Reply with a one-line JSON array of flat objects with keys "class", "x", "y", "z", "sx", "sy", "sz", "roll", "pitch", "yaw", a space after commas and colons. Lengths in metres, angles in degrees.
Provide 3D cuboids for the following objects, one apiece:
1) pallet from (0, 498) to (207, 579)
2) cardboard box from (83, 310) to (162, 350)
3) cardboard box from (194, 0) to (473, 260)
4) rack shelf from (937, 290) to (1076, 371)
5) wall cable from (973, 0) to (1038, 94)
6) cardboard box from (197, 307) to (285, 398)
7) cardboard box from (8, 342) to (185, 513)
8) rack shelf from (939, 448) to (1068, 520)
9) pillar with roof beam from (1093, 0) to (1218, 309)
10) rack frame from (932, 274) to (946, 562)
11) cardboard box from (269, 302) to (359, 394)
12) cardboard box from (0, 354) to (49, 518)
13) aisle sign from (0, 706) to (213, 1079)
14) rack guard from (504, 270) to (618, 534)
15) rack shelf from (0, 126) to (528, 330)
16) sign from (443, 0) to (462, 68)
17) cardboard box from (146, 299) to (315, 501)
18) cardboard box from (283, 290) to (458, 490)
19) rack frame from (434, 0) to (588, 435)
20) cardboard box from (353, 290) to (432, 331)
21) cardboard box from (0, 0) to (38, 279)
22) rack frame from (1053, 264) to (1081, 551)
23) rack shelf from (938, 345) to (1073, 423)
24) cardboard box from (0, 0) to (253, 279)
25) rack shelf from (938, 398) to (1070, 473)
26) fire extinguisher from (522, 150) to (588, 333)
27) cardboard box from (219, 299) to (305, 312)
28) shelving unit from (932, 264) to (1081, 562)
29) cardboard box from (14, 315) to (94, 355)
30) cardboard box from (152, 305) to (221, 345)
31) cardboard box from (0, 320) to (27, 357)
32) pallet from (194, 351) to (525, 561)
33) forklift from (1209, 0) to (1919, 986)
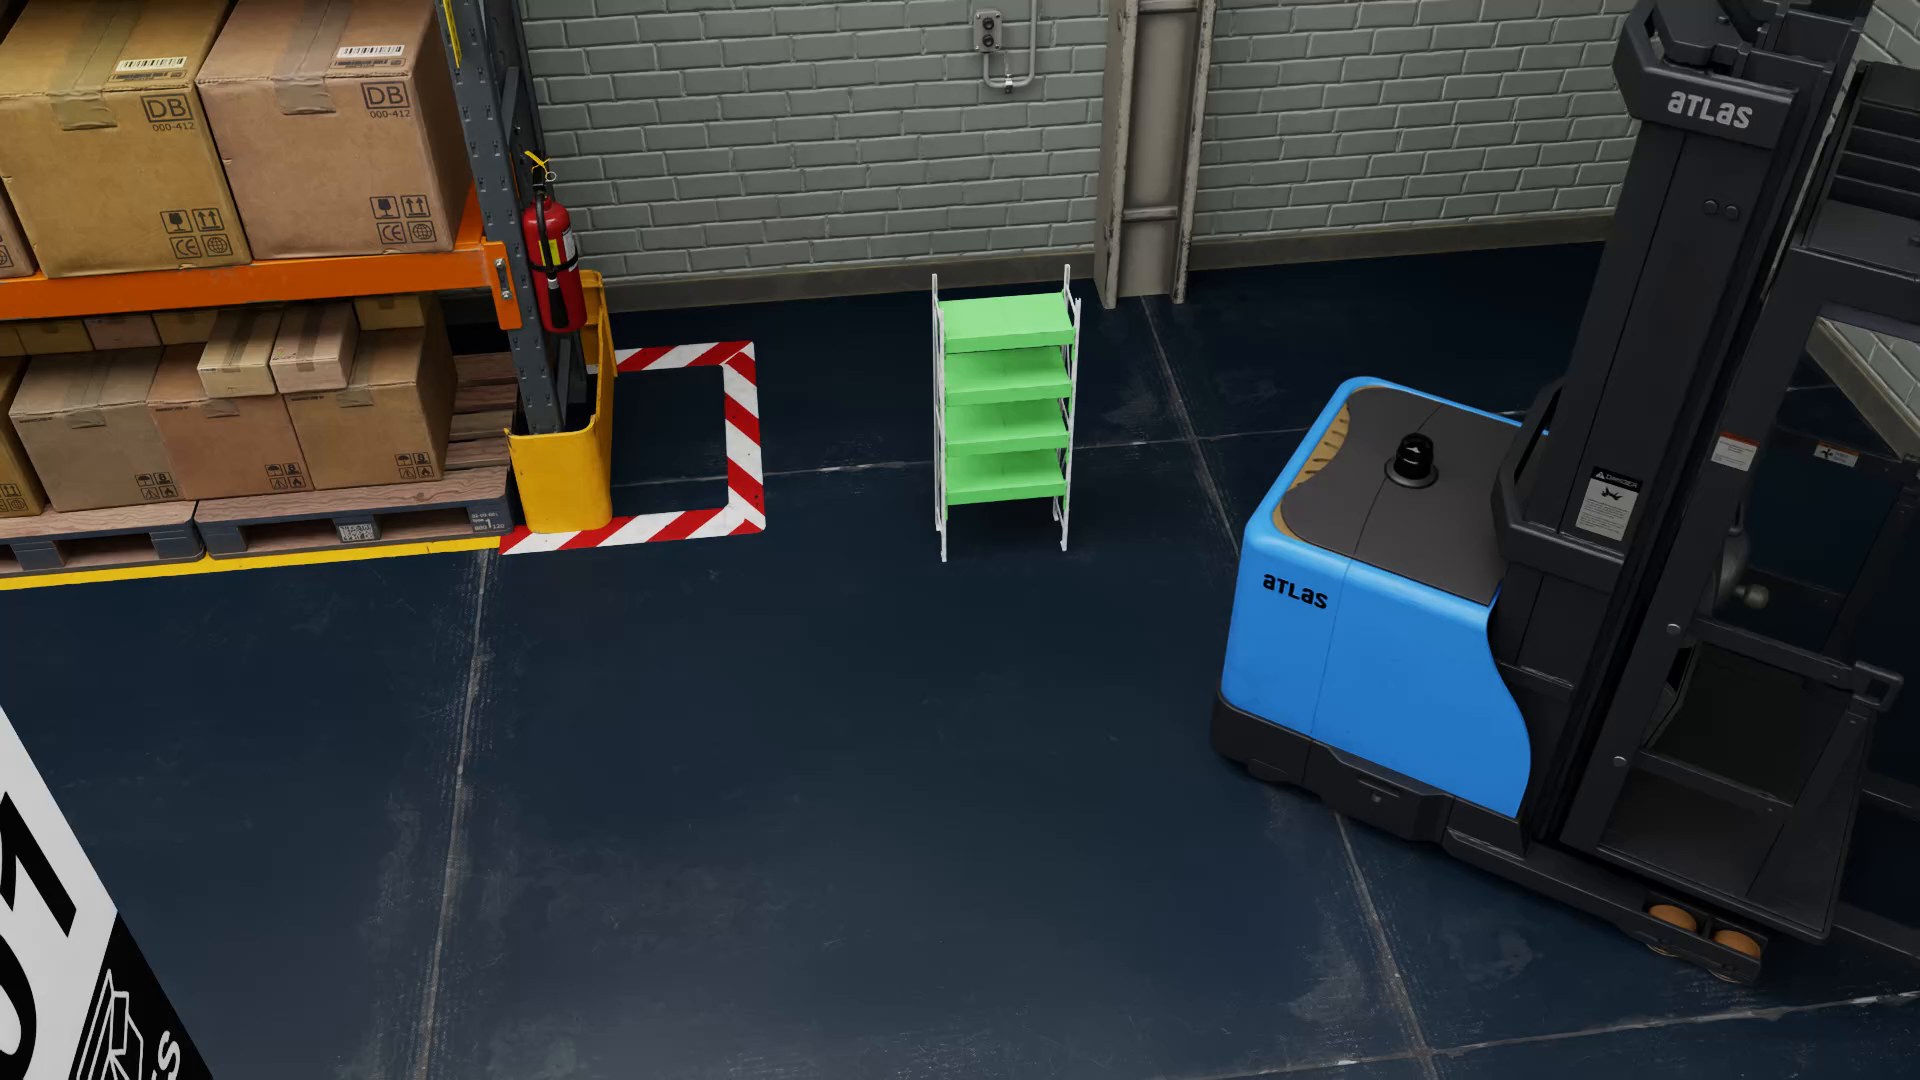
[{"class": "pallet", "x": -3.686, "y": -0.273, "z": 6.895, "sx": 1.213, "sy": 0.211, "sz": 1.003, "roll": -5, "pitch": 42, "yaw": -6}, {"class": "cardboard box", "x": -3.282, "y": -0.930, "z": 6.610, "sx": 0.250, "sy": 0.149, "sz": 0.380, "roll": -4, "pitch": 42, "yaw": -5}, {"class": "cardboard box", "x": -2.200, "y": -1.594, "z": 6.054, "sx": 0.700, "sy": 0.700, "sz": 0.980, "roll": -3, "pitch": 42, "yaw": -4}, {"class": "rack shelf", "x": 0.164, "y": -0.769, "z": 6.085, "sx": 0.480, "sy": 0.148, "sz": 0.258, "roll": -5, "pitch": 42, "yaw": -6}, {"class": "wall cable", "x": -0.549, "y": -2.650, "z": 6.690, "sx": 1.851, "sy": 1.984, "sz": 0.084, "roll": -5, "pitch": 42, "yaw": -6}, {"class": "cardboard box", "x": -2.734, "y": -0.720, "z": 6.377, "sx": 0.250, "sy": 0.149, "sz": 0.380, "roll": -4, "pitch": 42, "yaw": -4}, {"class": "cardboard box", "x": -3.372, "y": -0.546, "z": 6.669, "sx": 0.500, "sy": 0.500, "sz": 0.700, "roll": -6, "pitch": 42, "yaw": -7}, {"class": "rack shelf", "x": 0.164, "y": -0.234, "z": 6.568, "sx": 0.480, "sy": 0.148, "sz": 0.258, "roll": -5, "pitch": 42, "yaw": -6}, {"class": "pillar with roof beam", "x": 1.427, "y": -1.711, "z": 1.928, "sx": 0.400, "sy": 9.000, "sz": 9.100, "roll": -5, "pitch": 42, "yaw": -6}, {"class": "rack frame", "x": -0.078, "y": -0.439, "z": 6.341, "sx": 0.015, "sy": 1.200, "sz": 0.240, "roll": -5, "pitch": 42, "yaw": -6}, {"class": "cardboard box", "x": -2.481, "y": -0.743, "z": 6.402, "sx": 0.250, "sy": 0.149, "sz": 0.380, "roll": -5, "pitch": 42, "yaw": -6}, {"class": "cardboard box", "x": -3.900, "y": -0.495, "z": 6.612, "sx": 0.500, "sy": 0.500, "sz": 0.700, "roll": -4, "pitch": 42, "yaw": -5}, {"class": "aisle sign", "x": -1.021, "y": 0.590, "z": 1.916, "sx": 0.004, "sy": 0.787, "sz": 0.394, "roll": -5, "pitch": 42, "yaw": -6}, {"class": "rack guard", "x": -1.672, "y": -0.607, "z": 7.050, "sx": 0.348, "sy": 0.500, "sz": 1.175, "roll": -5, "pitch": 42, "yaw": -6}, {"class": "rack shelf", "x": -3.679, "y": -1.093, "z": 6.259, "sx": 4.000, "sy": 0.370, "sz": 1.077, "roll": -5, "pitch": 42, "yaw": -6}, {"class": "sign", "x": -1.639, "y": -1.690, "z": 5.342, "sx": 0.005, "sy": 0.325, "sz": 0.100, "roll": -5, "pitch": 42, "yaw": -6}, {"class": "cardboard box", "x": -2.873, "y": -0.590, "z": 6.718, "sx": 0.500, "sy": 0.500, "sz": 0.700, "roll": -5, "pitch": 42, "yaw": -6}, {"class": "cardboard box", "x": -2.377, "y": -0.634, "z": 6.766, "sx": 0.500, "sy": 0.500, "sz": 0.700, "roll": -5, "pitch": 42, "yaw": -6}, {"class": "rack frame", "x": -1.696, "y": -1.533, "z": 6.210, "sx": 0.127, "sy": 3.000, "sz": 1.000, "roll": -5, "pitch": 42, "yaw": -6}, {"class": "cardboard box", "x": -2.279, "y": -1.018, "z": 6.708, "sx": 0.250, "sy": 0.149, "sz": 0.380, "roll": -5, "pitch": 42, "yaw": -5}, {"class": "cardboard box", "x": -3.678, "y": -1.463, "z": 5.909, "sx": 0.700, "sy": 0.700, "sz": 0.980, "roll": -7, "pitch": 43, "yaw": -8}, {"class": "rack frame", "x": 0.406, "y": -0.481, "z": 6.388, "sx": 0.015, "sy": 1.200, "sz": 0.240, "roll": -5, "pitch": 42, "yaw": -6}, {"class": "rack shelf", "x": 0.164, "y": -0.591, "z": 6.246, "sx": 0.480, "sy": 0.148, "sz": 0.258, "roll": -5, "pitch": 42, "yaw": -6}, {"class": "cardboard box", "x": -2.920, "y": -1.523, "z": 5.975, "sx": 0.700, "sy": 0.700, "sz": 0.980, "roll": -5, "pitch": 42, "yaw": -6}, {"class": "rack shelf", "x": 0.164, "y": -0.412, "z": 6.407, "sx": 0.480, "sy": 0.148, "sz": 0.258, "roll": -5, "pitch": 42, "yaw": -6}, {"class": "fire extinguisher", "x": -1.487, "y": -1.073, "z": 6.036, "sx": 0.183, "sy": 0.674, "sz": 0.296, "roll": -5, "pitch": 42, "yaw": -6}, {"class": "cardboard box", "x": -2.781, "y": -0.974, "z": 6.659, "sx": 0.250, "sy": 0.149, "sz": 0.380, "roll": -5, "pitch": 42, "yaw": -5}, {"class": "shelving unit", "x": 0.164, "y": -0.460, "z": 6.364, "sx": 0.503, "sy": 1.200, "sz": 0.258, "roll": -5, "pitch": 42, "yaw": -6}, {"class": "cardboard box", "x": -3.536, "y": -0.907, "z": 6.585, "sx": 0.250, "sy": 0.149, "sz": 0.380, "roll": -5, "pitch": 42, "yaw": -5}, {"class": "cardboard box", "x": -3.030, "y": -0.953, "z": 6.635, "sx": 0.250, "sy": 0.149, "sz": 0.380, "roll": -5, "pitch": 42, "yaw": -5}, {"class": "cardboard box", "x": -3.787, "y": -0.886, "z": 6.561, "sx": 0.250, "sy": 0.149, "sz": 0.380, "roll": -6, "pitch": 42, "yaw": -6}, {"class": "pallet", "x": -2.479, "y": -0.376, "z": 7.010, "sx": 1.213, "sy": 0.211, "sz": 1.003, "roll": -5, "pitch": 42, "yaw": -6}, {"class": "forklift", "x": 2.417, "y": -0.114, "z": 4.688, "sx": 3.031, "sy": 2.935, "sz": 1.130, "roll": 21, "pitch": 46, "yaw": 22}]
